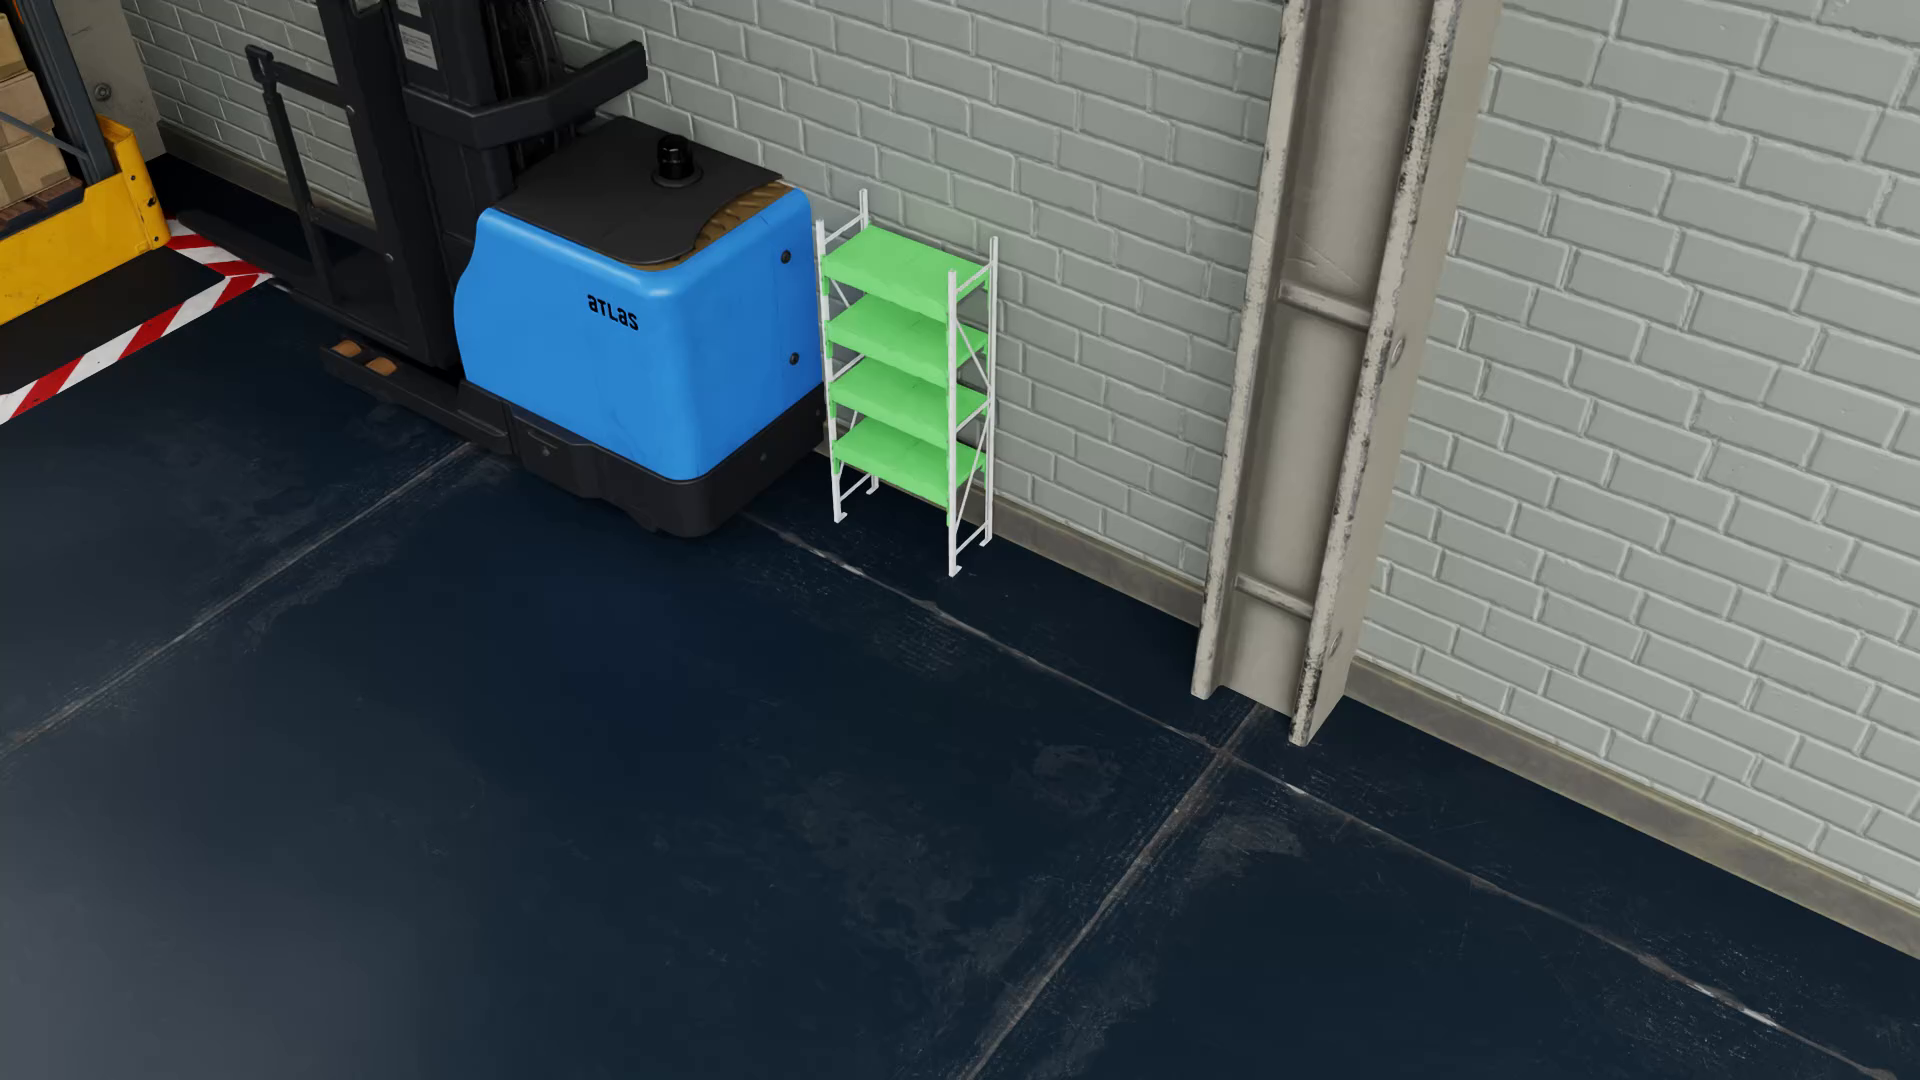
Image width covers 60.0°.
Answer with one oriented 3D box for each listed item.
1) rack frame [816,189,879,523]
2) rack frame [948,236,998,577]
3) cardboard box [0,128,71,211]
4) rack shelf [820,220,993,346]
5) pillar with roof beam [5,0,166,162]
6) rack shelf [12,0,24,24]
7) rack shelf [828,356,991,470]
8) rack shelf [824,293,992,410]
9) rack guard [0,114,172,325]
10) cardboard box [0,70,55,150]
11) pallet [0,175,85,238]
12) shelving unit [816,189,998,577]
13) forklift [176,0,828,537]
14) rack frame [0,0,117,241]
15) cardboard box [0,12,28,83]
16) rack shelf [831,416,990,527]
[{"bbox_3d":[-0.364,-0.576,5.493,0.015,1.200,0.240,25,47,25],"label":"rack frame"},{"bbox_3d":[0.038,-0.392,5.287,0.015,1.200,0.240,25,47,25],"label":"rack frame"},{"bbox_3d":[-4.179,-1.612,7.049,0.500,0.250,0.500,25,48,25],"label":"cardboard box"},{"bbox_3d":[-0.162,-0.795,5.114,0.480,0.148,0.258,25,47,25],"label":"rack shelf"},{"bbox_3d":[-6.414,-2.830,2.164,0.400,9.000,9.100,25,48,25],"label":"pillar with roof beam"},{"bbox_3d":[-5.527,-2.683,7.039,4.000,0.370,1.077,25,48,25],"label":"rack shelf"},{"bbox_3d":[-0.163,-0.436,5.432,0.480,0.148,0.258,25,47,25],"label":"rack shelf"},{"bbox_3d":[-0.162,-0.616,5.273,0.480,0.148,0.258,25,47,25],"label":"rack shelf"},{"bbox_3d":[-3.870,-1.245,6.766,0.348,0.500,1.175,25,48,25],"label":"rack guard"},{"bbox_3d":[-4.155,-1.797,6.881,0.500,0.250,0.500,26,48,26],"label":"cardboard box"},{"bbox_3d":[-4.540,-1.416,7.174,1.213,0.211,1.003,25,48,25],"label":"pallet"},{"bbox_3d":[-0.163,-0.484,5.390,0.503,1.200,0.258,25,47,25],"label":"shelving unit"},{"bbox_3d":[-1.837,-1.883,5.657,3.031,2.935,1.130,25,47,25],"label":"forklift"},{"bbox_3d":[-3.889,-2.186,5.943,0.127,3.000,1.000,25,48,25],"label":"rack frame"},{"bbox_3d":[-4.174,-1.977,6.708,0.500,0.250,0.500,24,47,25],"label":"cardboard box"},{"bbox_3d":[-0.164,-0.257,5.592,0.480,0.148,0.258,25,47,25],"label":"rack shelf"}]
